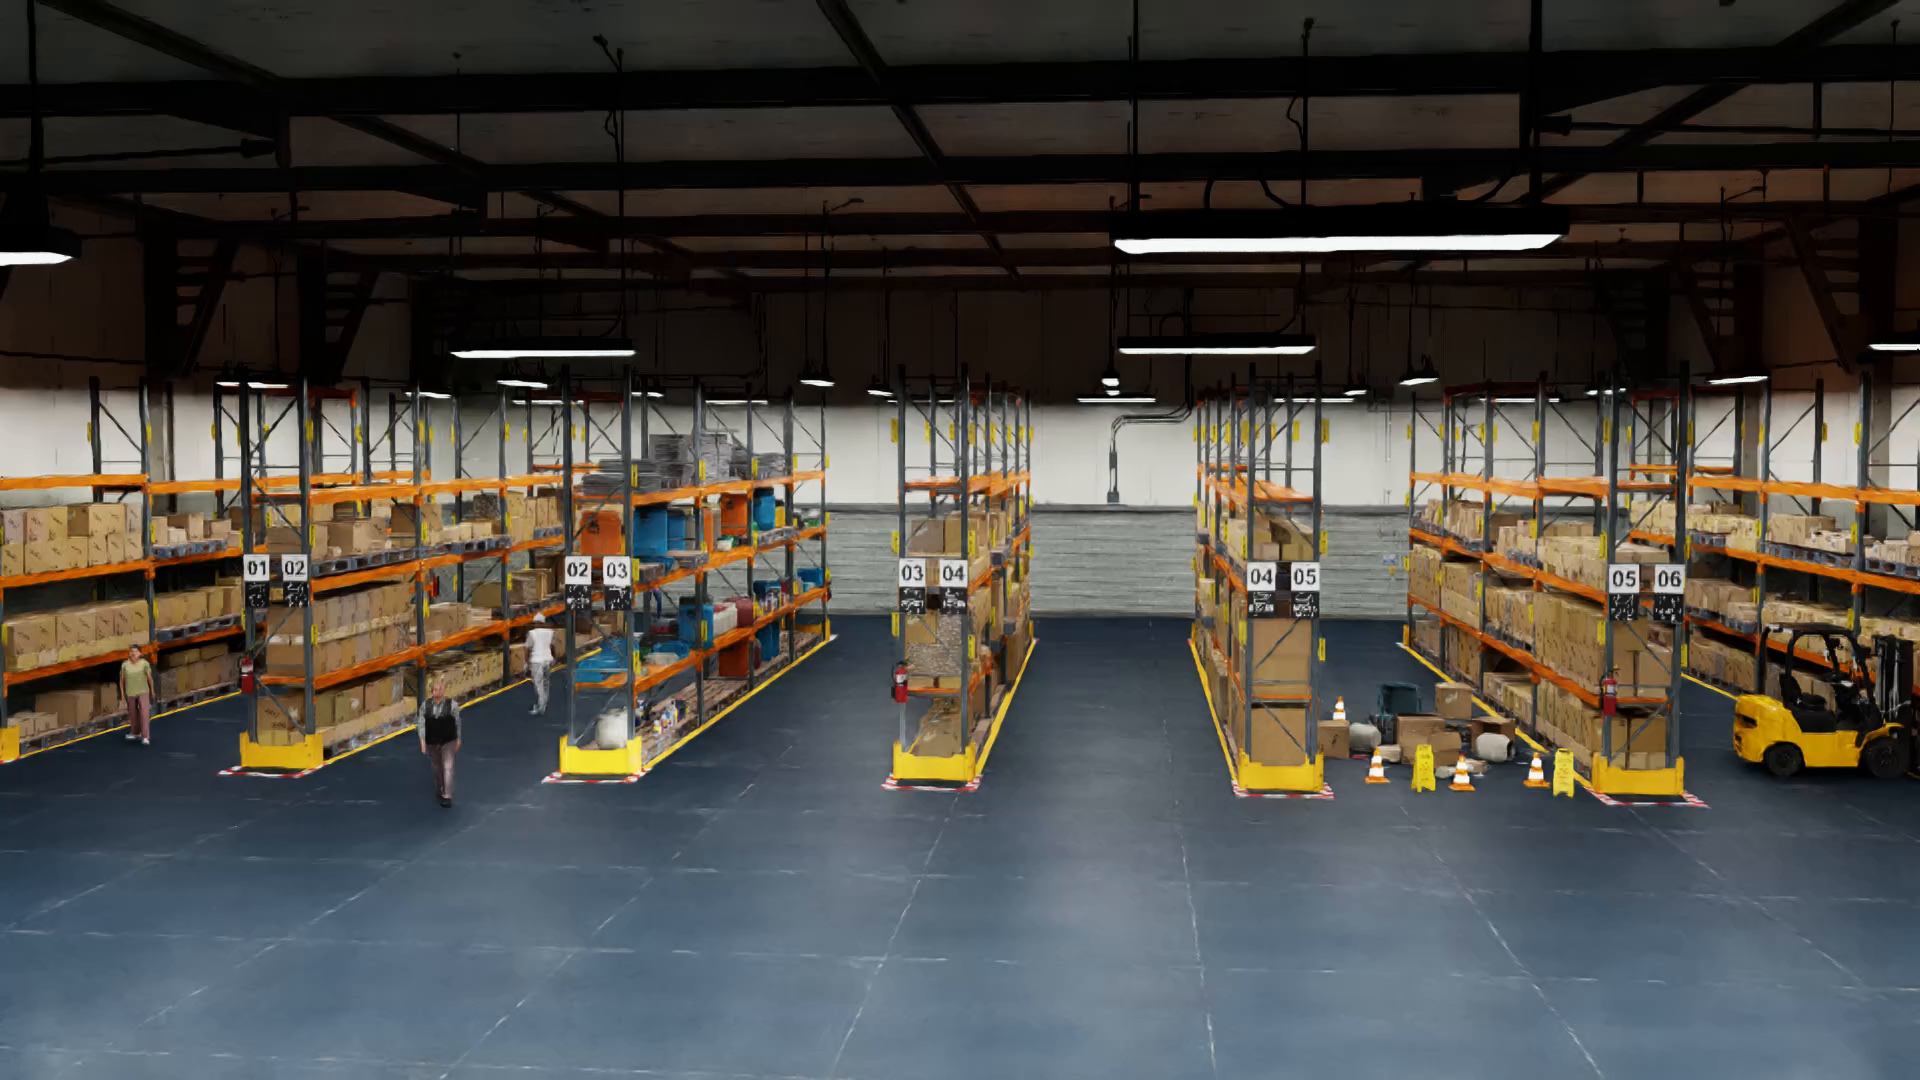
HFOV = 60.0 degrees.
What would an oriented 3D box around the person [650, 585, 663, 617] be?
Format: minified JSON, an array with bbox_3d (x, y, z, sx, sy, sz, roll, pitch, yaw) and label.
[{"bbox_3d":[-8.236,1.419,44.629,0.568,1.418,0.780,-1,4,-13],"label":"person"}]

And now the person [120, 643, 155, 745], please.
[{"bbox_3d":[-13.301,2.472,26.860,0.485,1.622,0.949,-1,4,-17],"label":"person"}]

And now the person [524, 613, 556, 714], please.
[{"bbox_3d":[-7.538,2.187,29.794,0.565,1.779,0.662,3,5,35],"label":"person"}]

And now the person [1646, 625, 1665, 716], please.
[{"bbox_3d":[11.587,2.304,27.936,0.556,1.781,0.626,3,5,36],"label":"person"}]

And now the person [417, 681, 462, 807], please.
[{"bbox_3d":[-7.022,2.723,22.420,0.538,1.664,1.023,0,4,-3],"label":"person"}]
